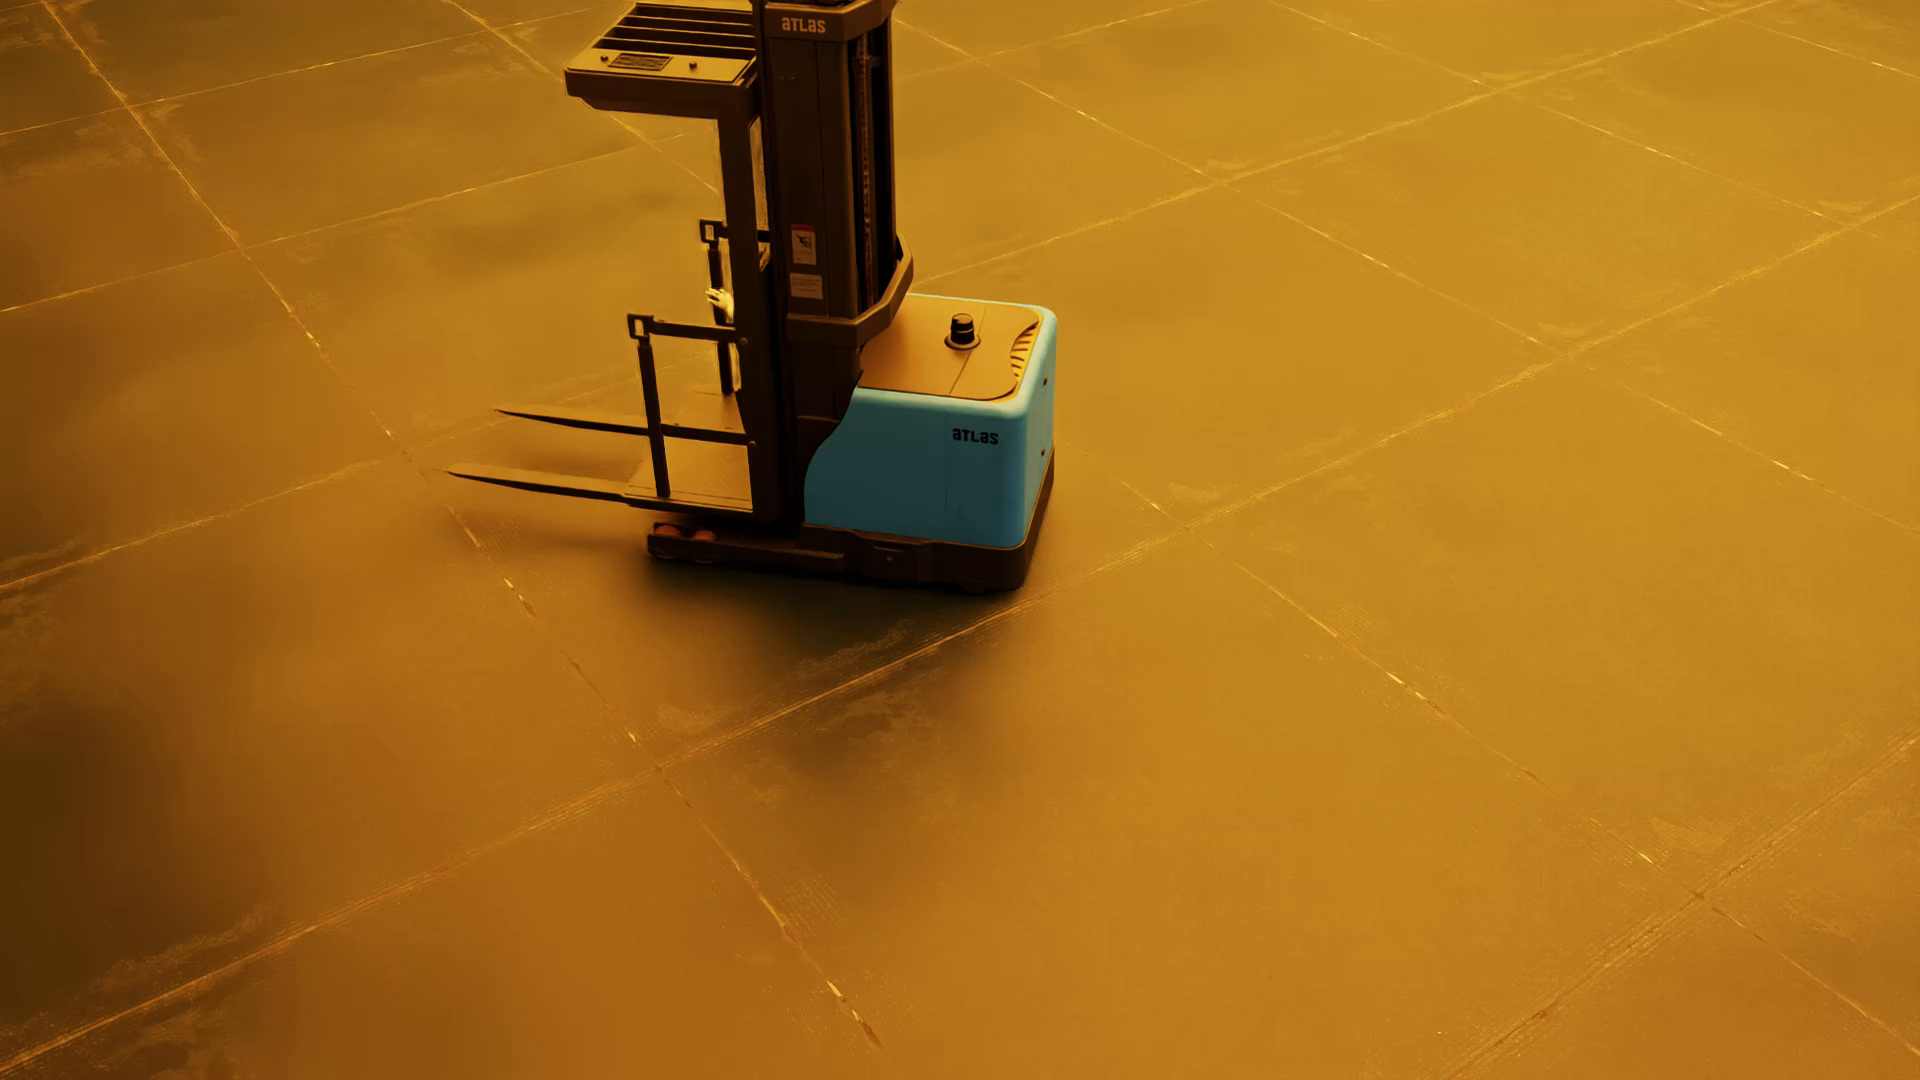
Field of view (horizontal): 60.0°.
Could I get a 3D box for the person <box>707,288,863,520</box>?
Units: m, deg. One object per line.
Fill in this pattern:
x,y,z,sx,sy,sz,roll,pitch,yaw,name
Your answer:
-0.892,-0.998,8.572,1.135,1.368,0.986,28,45,32,person

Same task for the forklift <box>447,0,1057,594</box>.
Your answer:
-1.081,-1.360,7.784,3.031,2.935,1.130,7,37,9,forklift
